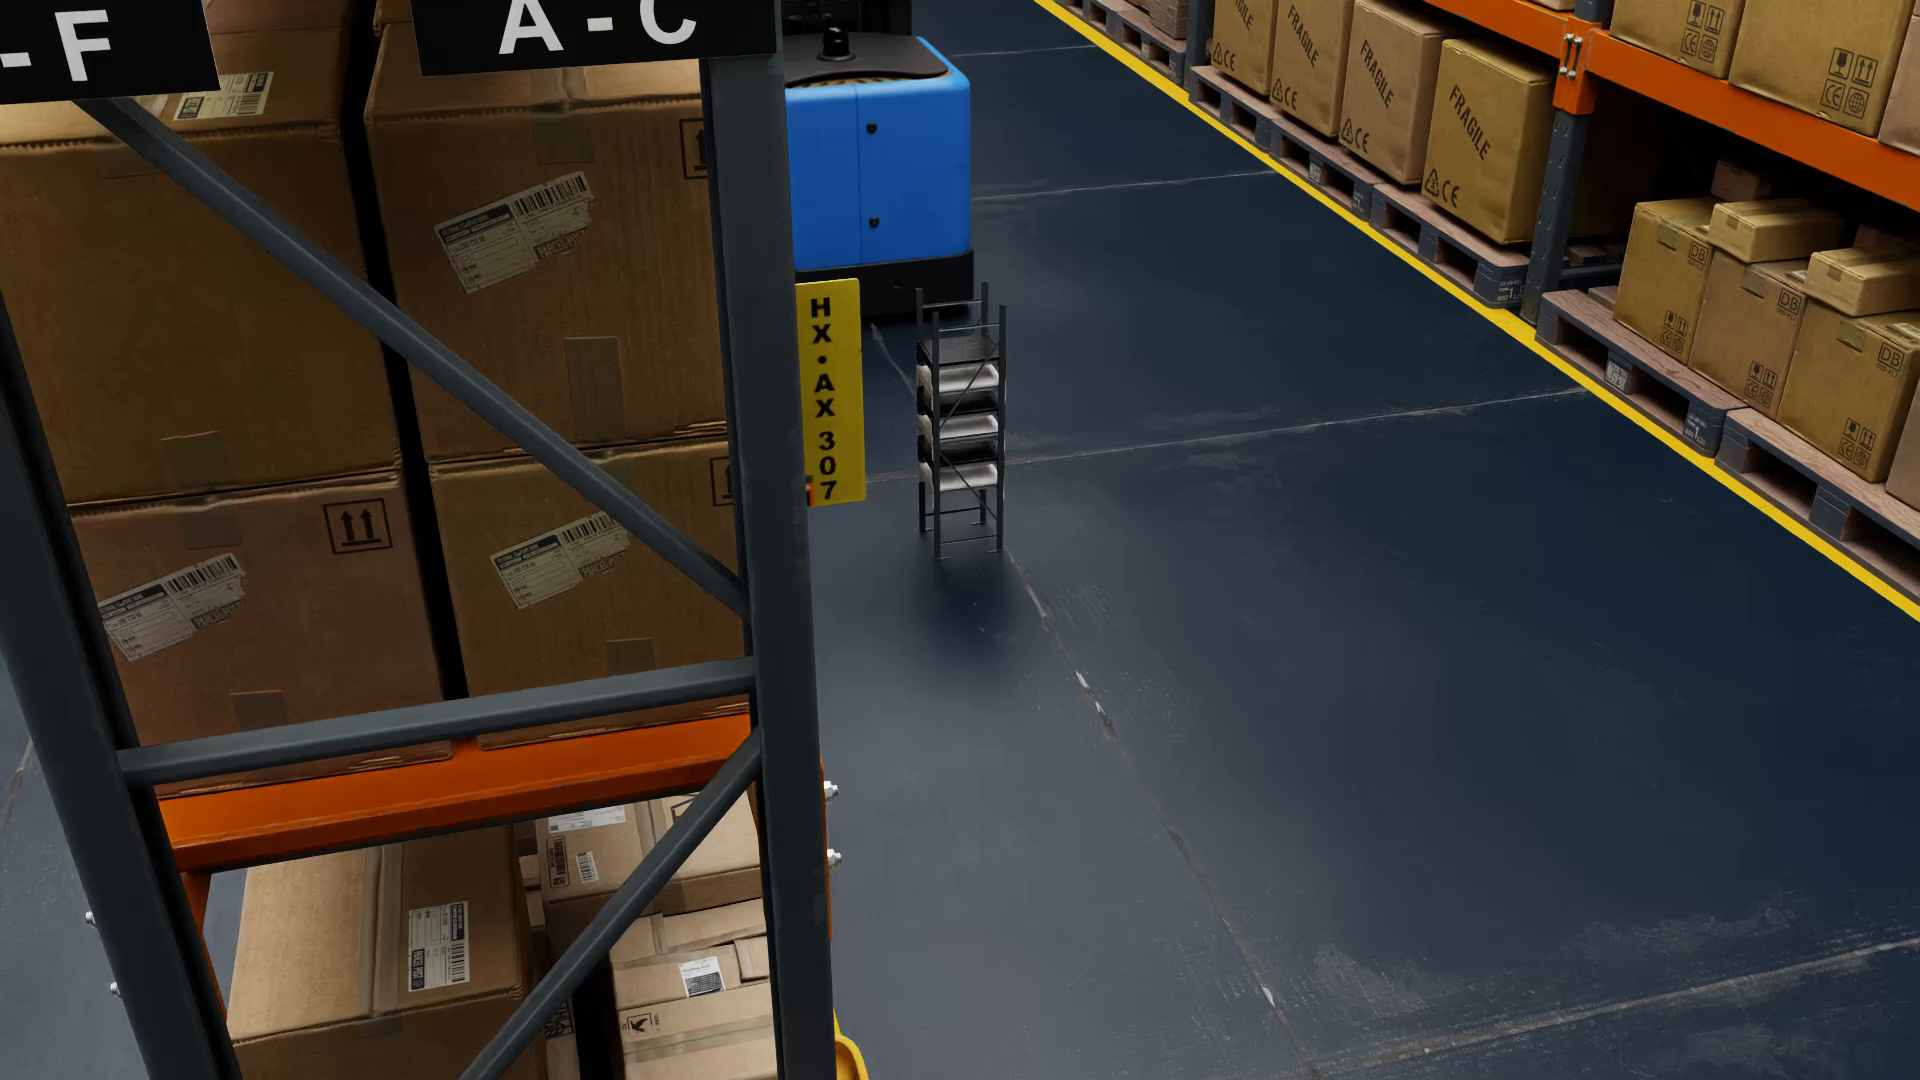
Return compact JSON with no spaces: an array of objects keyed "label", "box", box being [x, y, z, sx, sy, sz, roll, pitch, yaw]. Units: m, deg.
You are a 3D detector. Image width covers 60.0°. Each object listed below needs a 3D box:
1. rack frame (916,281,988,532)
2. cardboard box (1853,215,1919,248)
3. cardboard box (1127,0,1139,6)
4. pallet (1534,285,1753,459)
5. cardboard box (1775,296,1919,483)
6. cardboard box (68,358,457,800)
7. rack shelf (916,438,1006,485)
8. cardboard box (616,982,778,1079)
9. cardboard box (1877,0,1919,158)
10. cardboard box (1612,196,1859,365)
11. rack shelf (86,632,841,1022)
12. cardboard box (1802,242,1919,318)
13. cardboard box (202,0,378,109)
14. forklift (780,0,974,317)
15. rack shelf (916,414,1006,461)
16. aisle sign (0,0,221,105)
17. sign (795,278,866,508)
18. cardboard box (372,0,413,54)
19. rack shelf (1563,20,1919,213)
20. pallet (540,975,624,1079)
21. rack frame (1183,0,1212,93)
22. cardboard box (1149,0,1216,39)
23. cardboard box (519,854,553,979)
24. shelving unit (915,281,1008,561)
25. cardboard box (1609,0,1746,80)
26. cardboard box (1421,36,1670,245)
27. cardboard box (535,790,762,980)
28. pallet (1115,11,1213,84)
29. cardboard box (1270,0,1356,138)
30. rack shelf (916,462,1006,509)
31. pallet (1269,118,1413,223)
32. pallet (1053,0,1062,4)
[{"label":"rack frame","box":[-0.025,-0.435,5.603,0.240,0.900,0.006,-8,31,-13]},{"label":"cardboard box","box":[3.476,-1.057,6.011,0.380,0.149,0.250,-9,31,-15]},{"label":"cardboard box","box":[1.524,-4.218,12.100,0.700,0.500,0.500,-8,31,-14]},{"label":"pallet","box":[3.137,-0.752,6.839,1.003,0.211,1.213,-8,31,-13]},{"label":"cardboard box","box":[3.375,-0.570,5.817,0.700,0.500,0.500,-7,31,-12]},{"label":"cardboard box","box":[-1.084,0.032,2.600,0.500,0.500,0.500,-7,31,-12]},{"label":"rack shelf","box":[0.002,-0.279,5.580,0.258,0.077,0.200,-8,31,-13]},{"label":"cardboard box","box":[-0.482,1.051,3.346,0.380,0.149,0.250,-8,31,-13]},{"label":"cardboard box","box":[3.530,-1.499,5.046,0.980,0.700,0.700,-9,31,-16]},{"label":"cardboard box","box":[3.111,-1.062,6.666,0.700,0.500,0.500,-7,31,-13]},{"label":"rack shelf","box":[-1.233,-0.399,4.163,1.077,0.370,4.000,-8,31,-13]},{"label":"cardboard box","box":[3.164,-0.901,5.740,0.380,0.149,0.250,-9,31,-15]},{"label":"cardboard box","box":[-1.220,-0.643,2.768,0.500,0.500,0.500,-7,31,-12]},{"label":"forklift","box":[-0.833,-2.915,7.860,1.130,2.935,3.031,-8,31,-14]},{"label":"rack shelf","box":[0.002,-0.357,5.534,0.258,0.077,0.200,-8,31,-13]},{"label":"aisle sign","box":[-0.980,-0.796,1.535,0.394,0.787,0.004,-8,31,-13]},{"label":"sign","box":[-0.179,-0.191,2.222,0.100,0.325,0.005,-8,31,-13]},{"label":"cardboard box","box":[-0.712,-0.721,2.904,0.500,0.500,0.500,-8,31,-13]},{"label":"rack shelf","box":[3.542,-1.059,5.304,1.077,0.370,4.000,-8,31,-13]},{"label":"pallet","box":[-0.935,1.041,3.741,1.003,0.211,1.213,-8,31,-13]},{"label":"rack frame","box":[1.949,-4.268,10.130,1.000,3.000,0.127,-8,31,-13]},{"label":"cardboard box","box":[1.708,-3.718,11.235,0.700,0.500,0.500,-7,31,-13]},{"label":"cardboard box","box":[-1.105,0.854,3.669,0.380,0.166,0.250,-8,31,-13]},{"label":"shelving unit","box":[0.002,-0.386,5.518,0.258,0.900,0.210,-8,31,-13]},{"label":"cardboard box","box":[3.139,-2.202,6.261,0.980,0.700,0.700,-7,31,-13]},{"label":"cardboard box","box":[2.713,-1.885,7.738,0.750,0.750,0.750,-7,31,-13]},{"label":"cardboard box","box":[-0.706,0.714,3.828,0.500,0.250,0.500,-8,31,-13]},{"label":"pallet","box":[1.743,-3.439,11.481,1.003,0.211,1.213,-8,31,-13]},{"label":"cardboard box","box":[2.244,-2.723,9.187,0.750,0.750,0.750,-8,31,-14]},{"label":"rack shelf","box":[0.002,-0.201,5.625,0.258,0.077,0.200,-8,31,-13]},{"label":"pallet","box":[2.406,-2.083,9.138,1.003,0.211,1.213,-8,31,-13]},{"label":"pallet","box":[1.096,-4.618,13.517,1.003,0.211,1.213,-8,31,-13]}]
